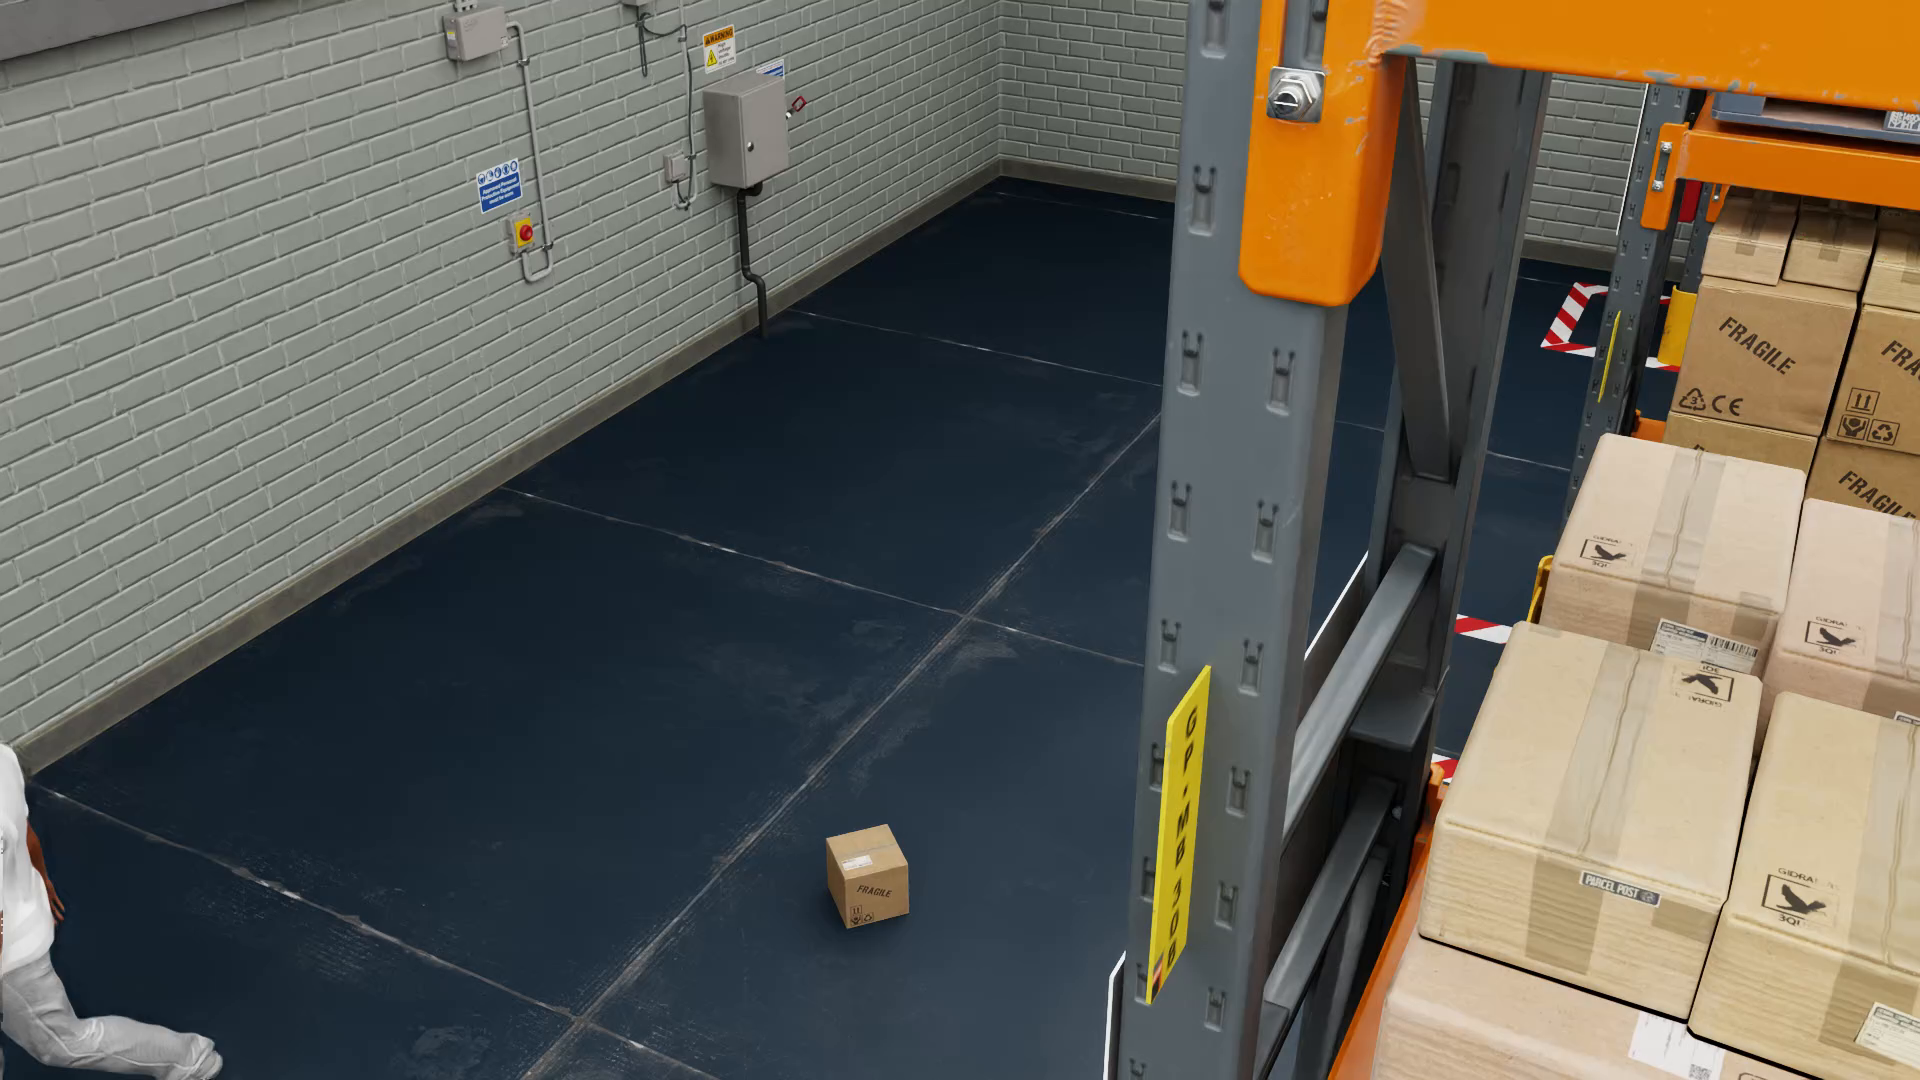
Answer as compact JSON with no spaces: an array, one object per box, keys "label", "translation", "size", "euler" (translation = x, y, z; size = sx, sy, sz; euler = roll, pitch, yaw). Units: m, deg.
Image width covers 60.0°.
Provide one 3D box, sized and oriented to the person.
[{"label":"person","translation":[-2.912,1.200,5.016],"size":[0.988,1.731,0.591],"euler":[-15,33,-24]}]
